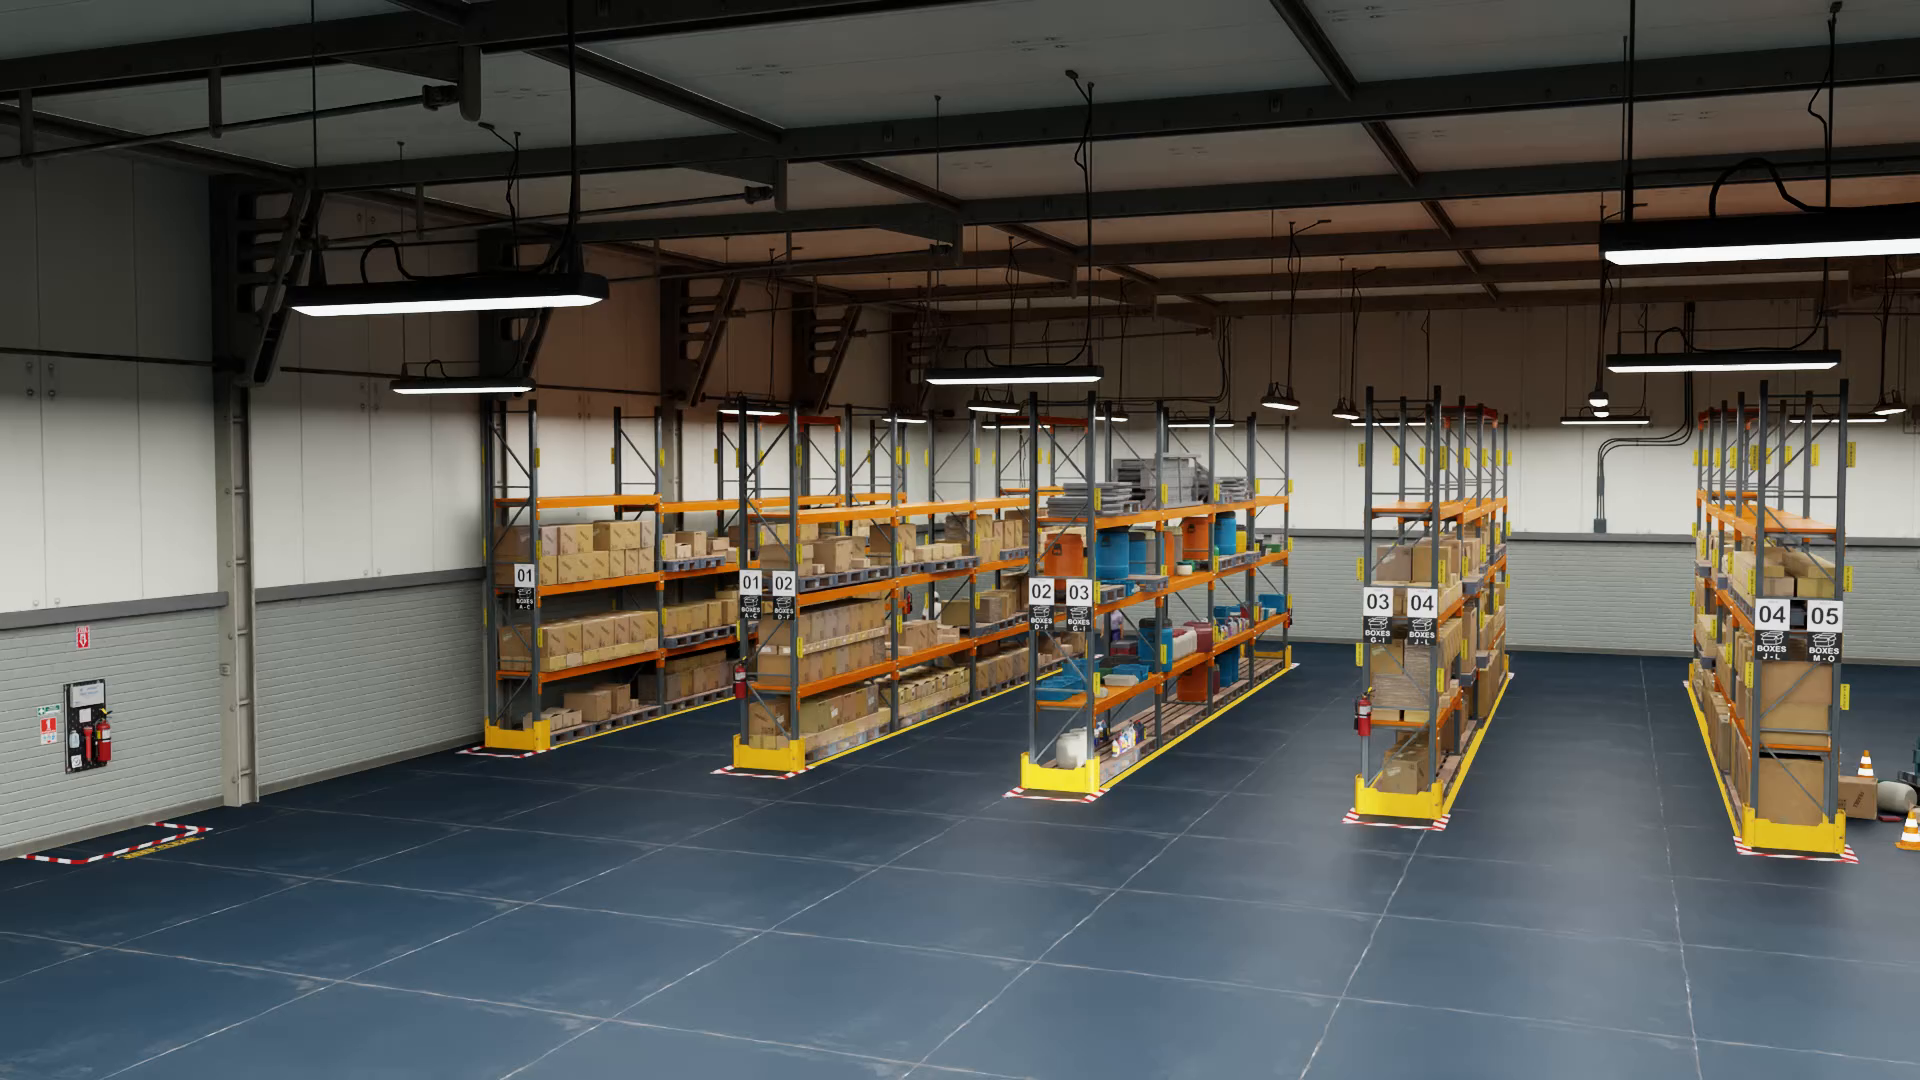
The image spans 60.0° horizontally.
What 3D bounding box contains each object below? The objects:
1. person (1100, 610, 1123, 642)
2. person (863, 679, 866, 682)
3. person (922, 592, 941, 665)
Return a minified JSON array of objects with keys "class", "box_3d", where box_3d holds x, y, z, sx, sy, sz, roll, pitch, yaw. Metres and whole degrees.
[{"class":"person","box_3d":[3.630,2.250,39.540,0.504,1.563,1.043,1,3,21]},{"class":"person","box_3d":[-2.005,2.445,34.715,0.682,1.821,0.719,1,3,15]},{"class":"person","box_3d":[-0.634,2.136,40.195,0.618,1.768,0.499,0,3,0]}]
